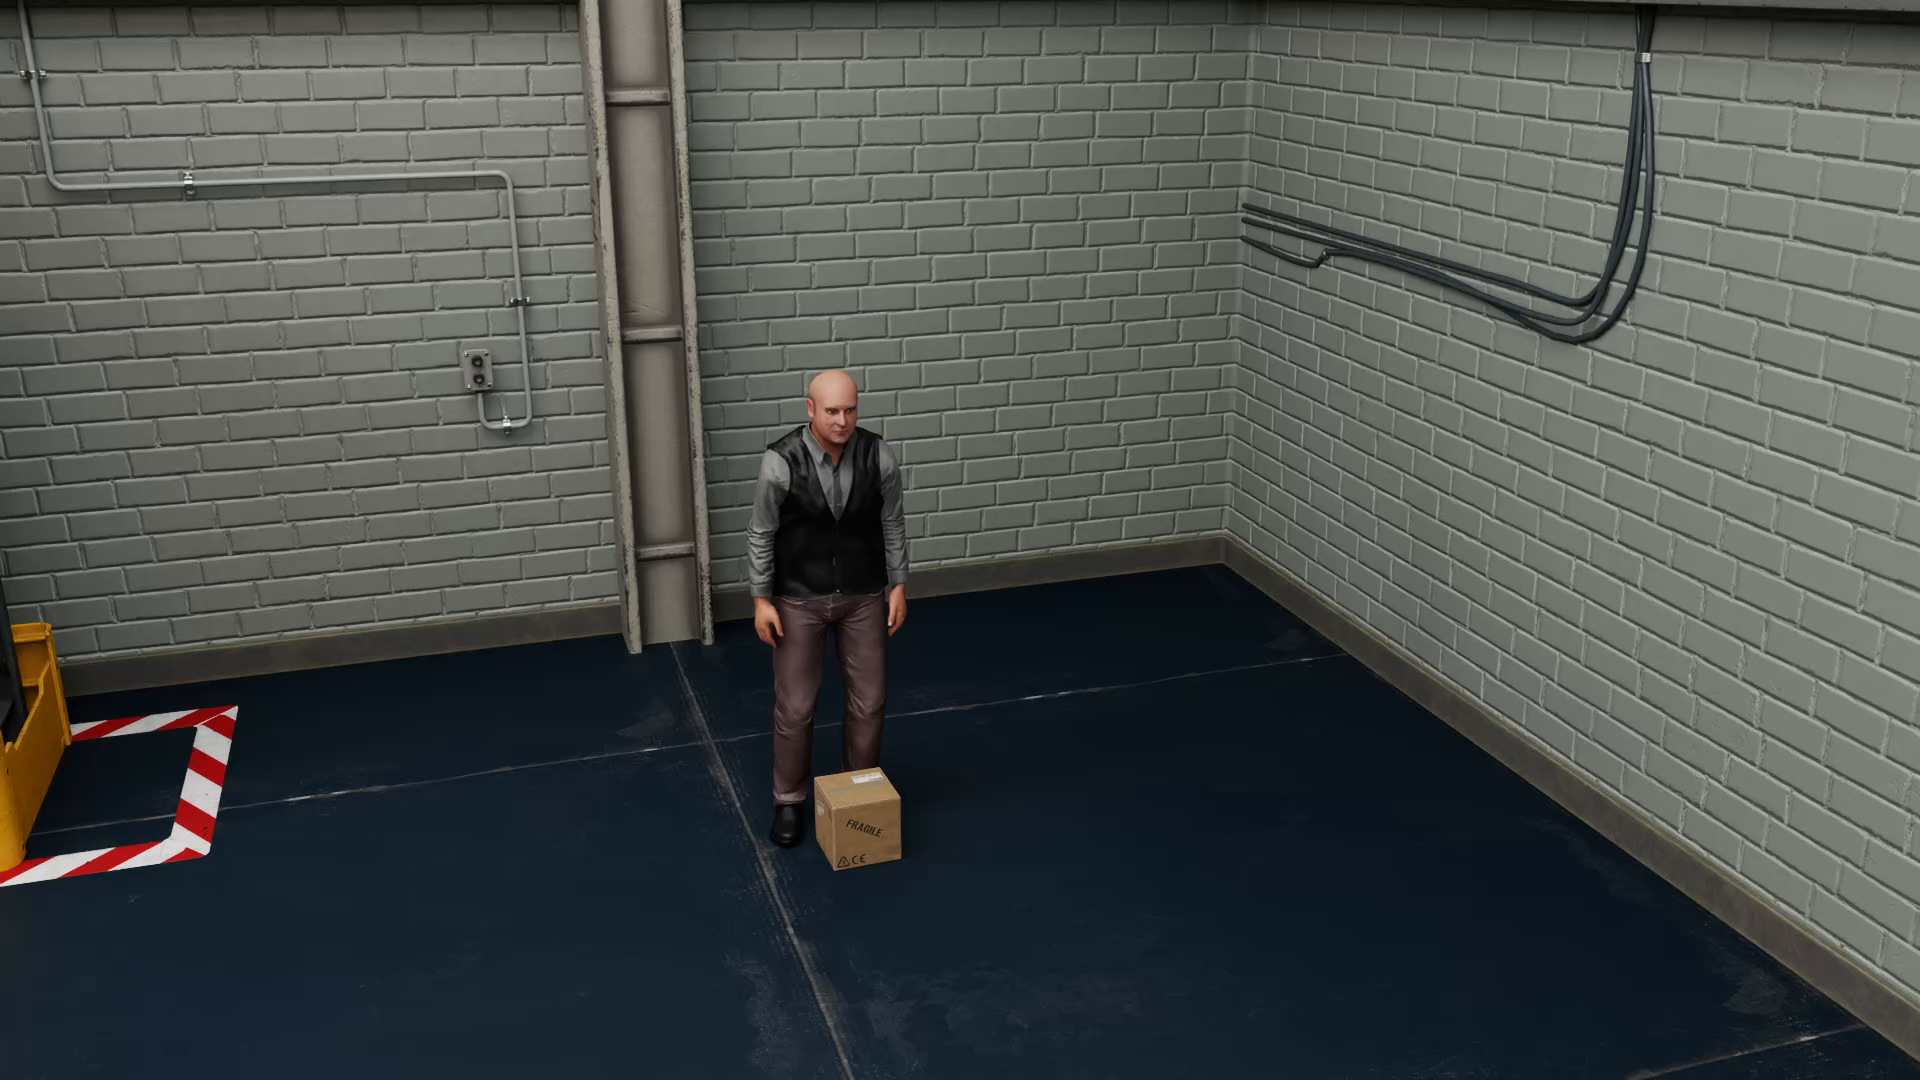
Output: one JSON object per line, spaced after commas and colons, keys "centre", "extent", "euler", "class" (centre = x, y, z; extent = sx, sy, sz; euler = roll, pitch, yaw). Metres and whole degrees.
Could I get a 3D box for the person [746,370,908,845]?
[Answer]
{"centre": [-0.462, 0.224, 5.955], "extent": [0.580, 1.720, 0.465], "euler": [-6, 20, -17], "class": "person"}
